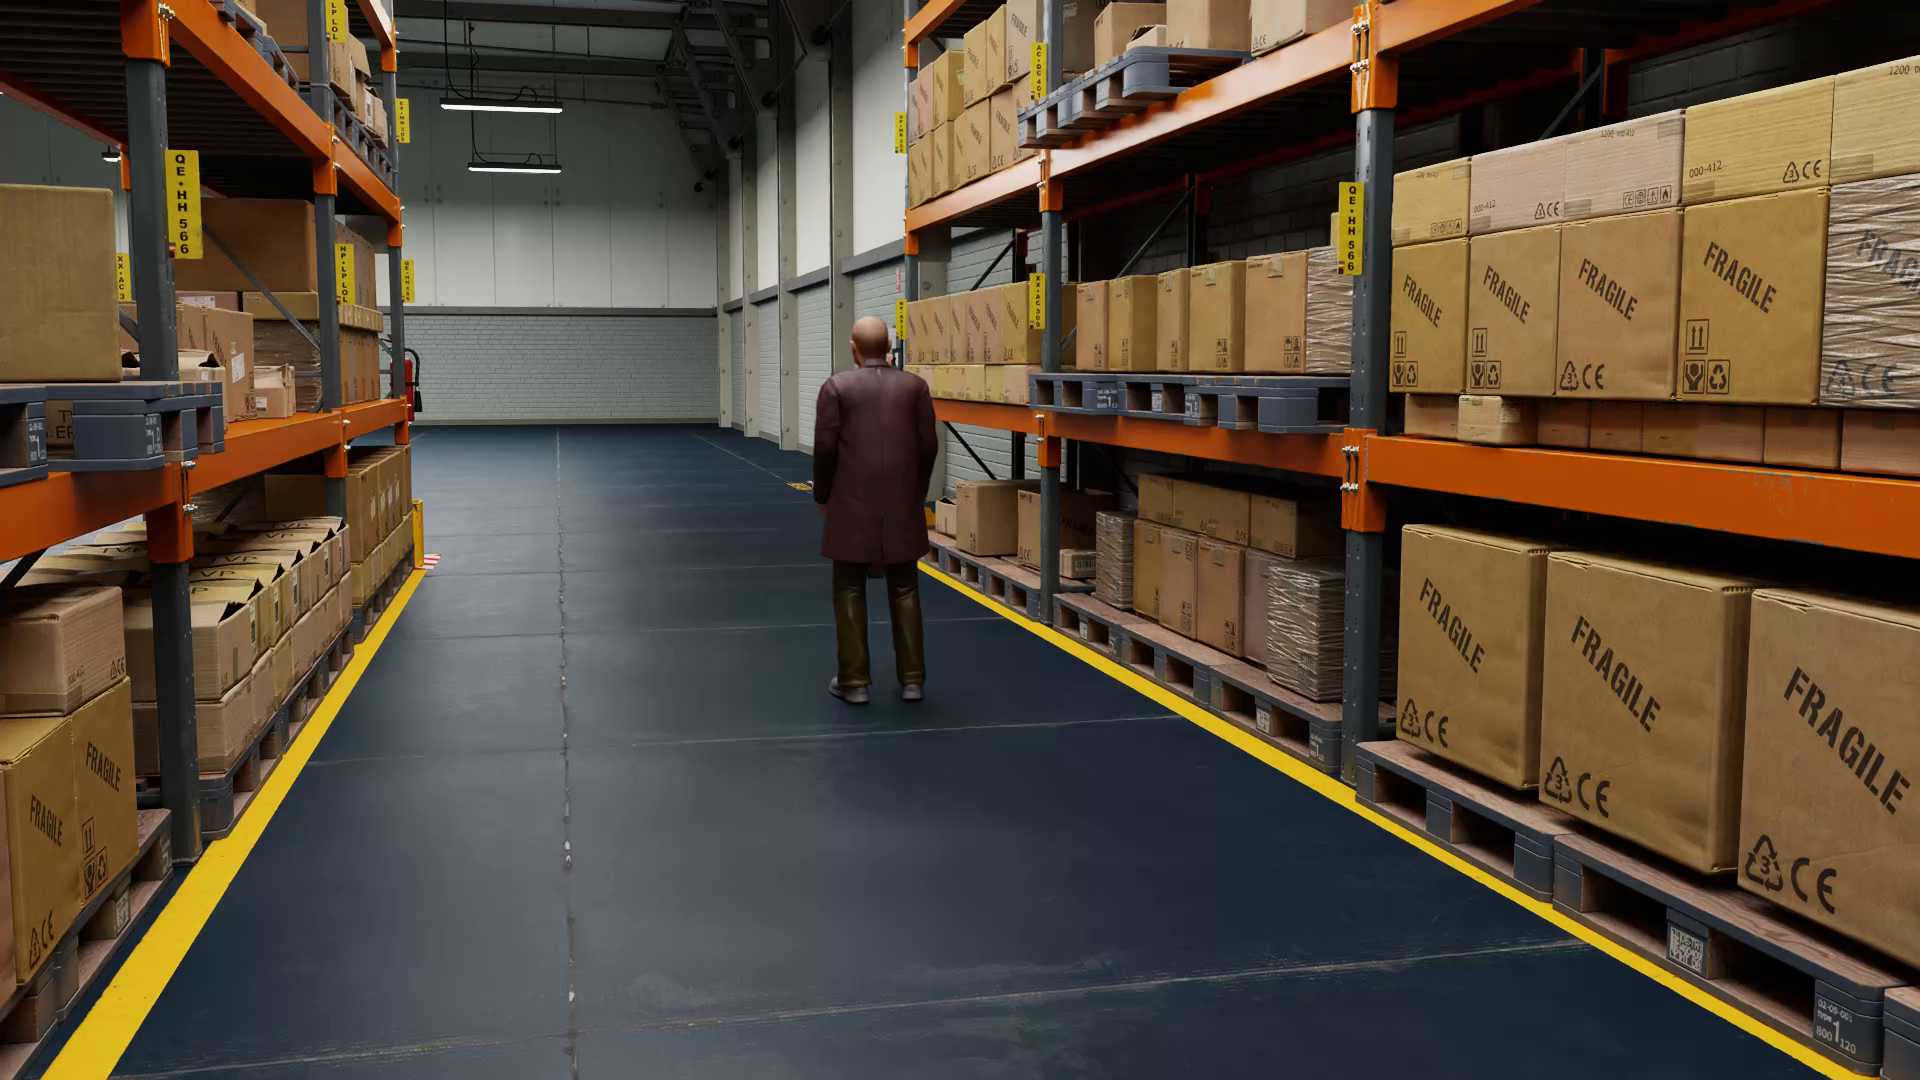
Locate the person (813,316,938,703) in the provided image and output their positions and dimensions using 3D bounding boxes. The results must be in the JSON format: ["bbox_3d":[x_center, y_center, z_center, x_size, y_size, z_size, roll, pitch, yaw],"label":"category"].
[{"bbox_3d":[-0.401,-0.145,7.737,0.586,1.779,0.424,-2,6,-15],"label":"person"}]
